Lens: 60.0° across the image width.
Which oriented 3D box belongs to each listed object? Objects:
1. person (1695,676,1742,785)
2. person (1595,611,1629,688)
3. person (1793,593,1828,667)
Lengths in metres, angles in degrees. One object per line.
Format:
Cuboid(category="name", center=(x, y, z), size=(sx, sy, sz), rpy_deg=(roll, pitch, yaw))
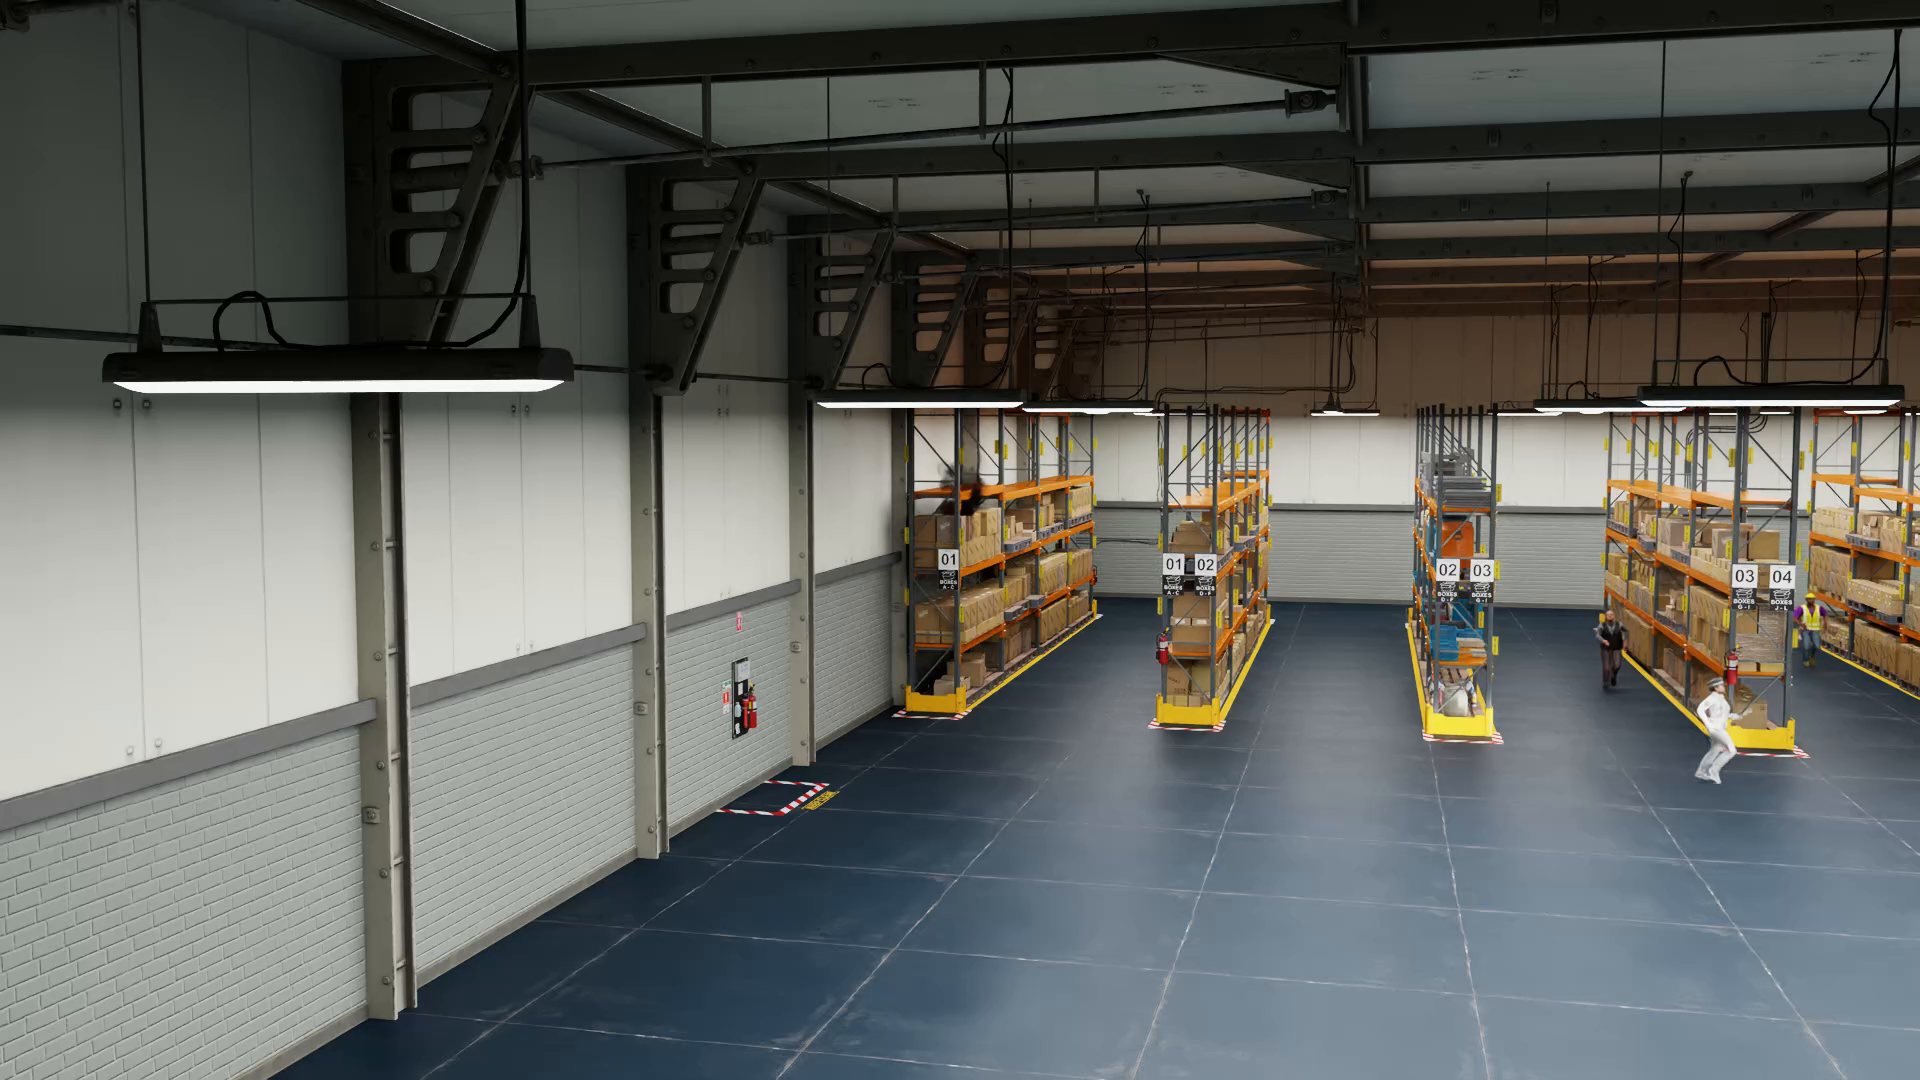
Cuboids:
Cuboid(category="person", center=(11.897, 2.985, 26.062), size=(0.658, 1.678, 0.582), rpy_deg=(3, 5, 34))
Cuboid(category="person", center=(13.736, 2.323, 35.038), size=(0.675, 1.675, 0.743), rpy_deg=(1, 4, 19))
Cuboid(category="person", center=(19.515, 2.076, 38.118), size=(0.746, 1.724, 0.572), rpy_deg=(1, 4, 16))
